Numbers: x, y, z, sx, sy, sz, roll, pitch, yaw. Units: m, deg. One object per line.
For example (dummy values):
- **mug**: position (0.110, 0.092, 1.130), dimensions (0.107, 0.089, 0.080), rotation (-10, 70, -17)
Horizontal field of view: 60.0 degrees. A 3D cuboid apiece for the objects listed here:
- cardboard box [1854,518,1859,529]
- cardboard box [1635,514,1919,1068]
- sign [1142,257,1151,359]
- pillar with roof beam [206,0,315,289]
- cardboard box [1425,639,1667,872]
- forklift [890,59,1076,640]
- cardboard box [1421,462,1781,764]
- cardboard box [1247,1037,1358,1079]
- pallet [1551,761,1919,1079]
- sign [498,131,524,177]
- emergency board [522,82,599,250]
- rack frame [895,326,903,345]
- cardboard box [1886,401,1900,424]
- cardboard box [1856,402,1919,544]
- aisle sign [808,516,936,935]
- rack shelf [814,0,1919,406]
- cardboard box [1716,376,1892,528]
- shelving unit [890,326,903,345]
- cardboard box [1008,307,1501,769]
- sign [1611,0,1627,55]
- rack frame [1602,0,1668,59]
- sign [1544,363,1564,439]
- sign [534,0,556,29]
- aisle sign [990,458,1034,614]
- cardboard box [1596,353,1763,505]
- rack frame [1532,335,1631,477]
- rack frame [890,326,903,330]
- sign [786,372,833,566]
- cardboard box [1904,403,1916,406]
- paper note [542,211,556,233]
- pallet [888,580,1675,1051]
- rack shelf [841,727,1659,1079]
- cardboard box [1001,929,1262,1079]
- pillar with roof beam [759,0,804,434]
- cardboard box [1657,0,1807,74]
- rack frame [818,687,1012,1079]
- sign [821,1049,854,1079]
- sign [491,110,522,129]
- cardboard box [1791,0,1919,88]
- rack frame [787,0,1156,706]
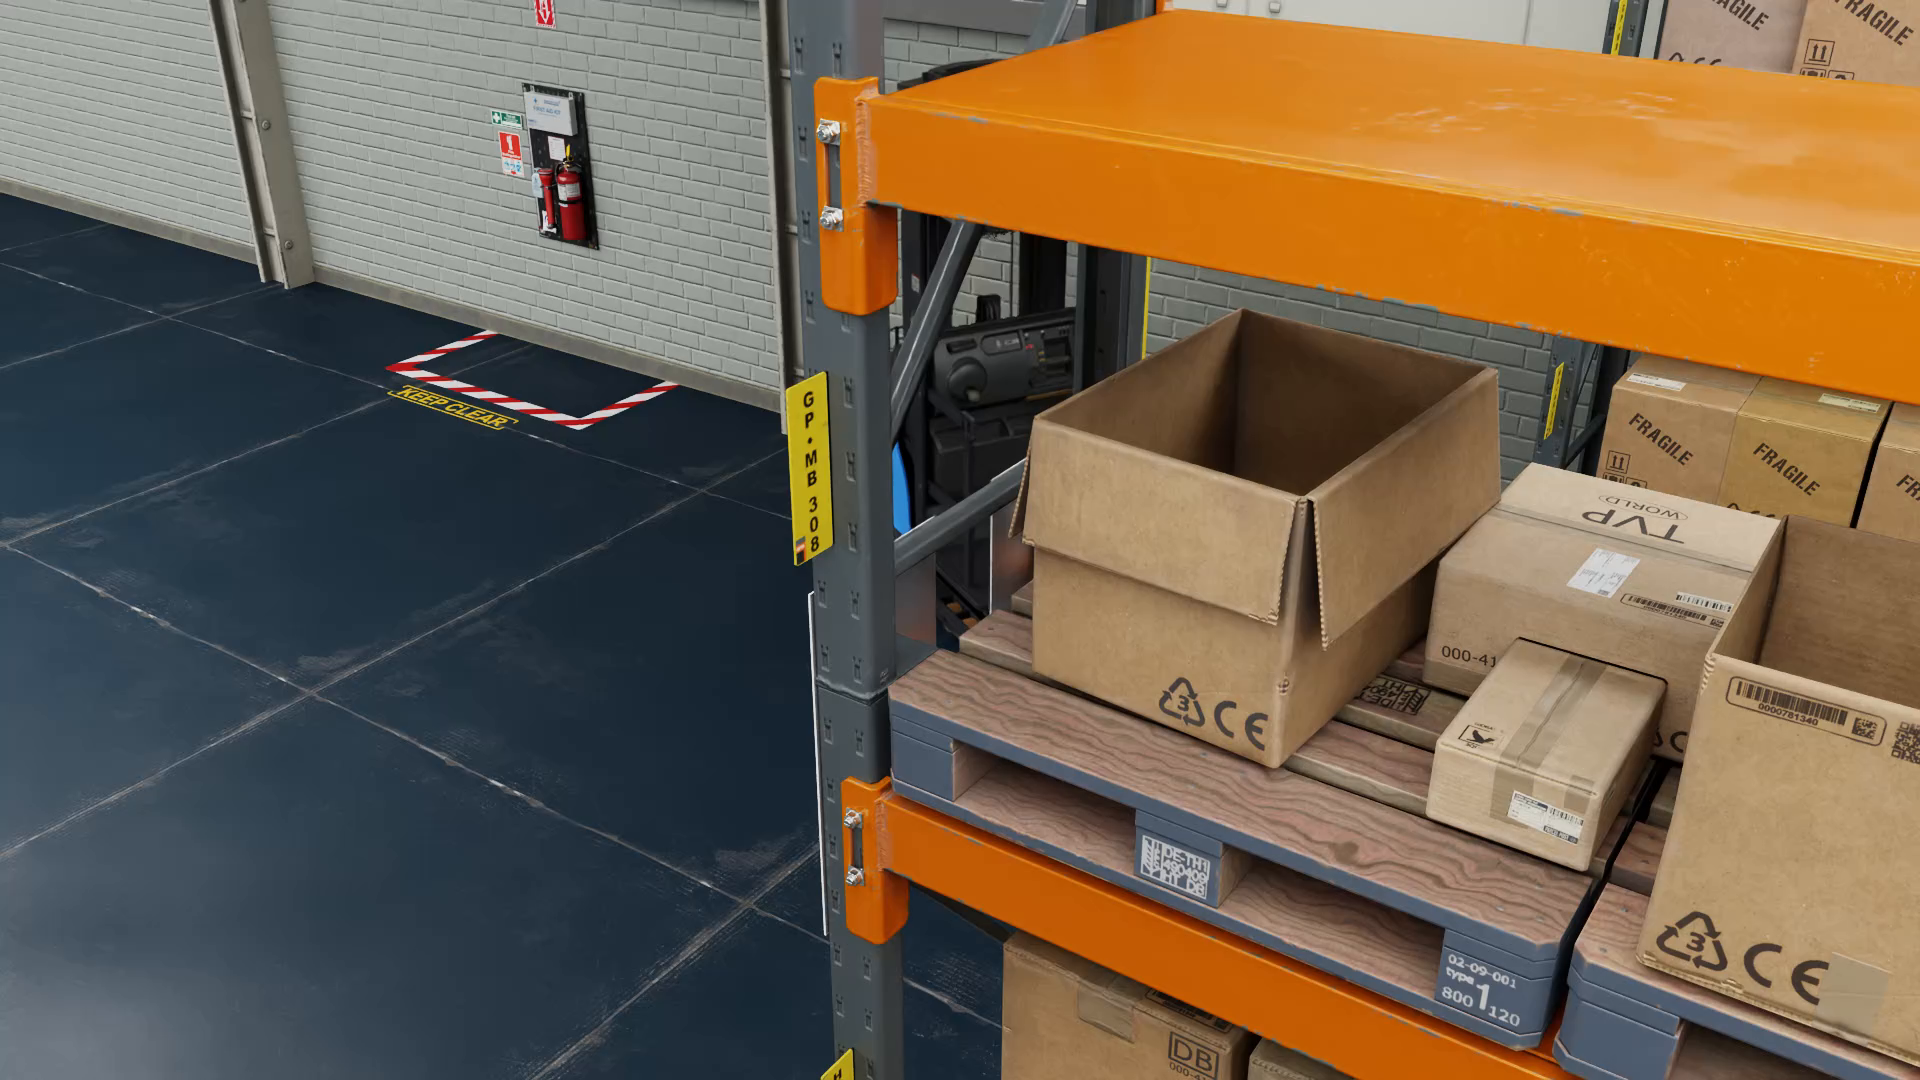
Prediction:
- **cardboard box**: position (3.526, 0.015, 7.058), dimensions (0.500, 0.250, 0.500), rotation (16, 31, 29)
- **cardboard box**: position (1.280, 0.335, 2.249), dimensions (0.500, 0.500, 0.500), rotation (17, 32, 30)
- **sign**: position (0.384, -0.458, 3.646), dimensions (0.005, 0.325, 0.100), rotation (17, 32, 30)
- **pillar with roof beam**: position (-8.395, -4.705, 9.573), dimensions (0.400, 9.000, 9.100), rotation (17, 32, 30)
- **cardboard box**: position (0.935, 0.331, 2.645), dimensions (0.250, 0.149, 0.380), rotation (17, 32, 30)
- **forklift**: position (0.369, -0.944, 8.874), dimensions (1.130, 2.935, 3.031), rotation (-13, 30, -24)
- **cardboard box**: position (1.164, 0.115, 2.957), dimensions (0.500, 0.250, 0.500), rotation (17, 32, 30)
- **cardboard box**: position (0.923, 1.086, 3.268), dimensions (0.500, 0.500, 0.700), rotation (16, 31, 29)
- **pallet**: position (1.643, 0.644, 2.467), dimensions (1.213, 0.211, 1.003), rotation (17, 32, 30)
- **sign**: position (-3.425, -2.945, 12.691), dimensions (0.234, 0.329, 0.001), rotation (17, 32, 30)
- **emergency board**: position (-3.027, -2.749, 12.344), dimensions (0.643, 1.169, 0.194), rotation (17, 32, 30)
- **rack frame**: position (-0.289, -0.796, 10.492), dimensions (0.240, 1.200, 0.006), rotation (-13, 30, -24)
- **cardboard box**: position (3.785, -0.517, 7.276), dimensions (0.500, 0.500, 0.500), rotation (18, 32, 31)
- **cardboard box**: position (3.914, -0.191, 6.635), dimensions (0.500, 0.500, 0.500), rotation (16, 31, 29)
- **aisle sign**: position (-0.162, 0.377, 3.337), dimensions (0.004, 0.787, 0.394), rotation (17, 32, 30)
- **rack shelf**: position (1.714, -0.224, 2.002), dimensions (4.000, 0.370, 1.077), rotation (17, 32, 30)
- **cardboard box**: position (3.492, -0.326, 6.900), dimensions (0.500, 0.500, 0.500), rotation (17, 32, 30)
- **shelving unit**: position (-0.331, -0.833, 10.564), dimensions (0.258, 1.200, 0.189), rotation (-13, 30, -24)
- **cardboard box**: position (0.537, -0.046, 2.994), dimensions (0.637, 0.503, 0.797), rotation (20, 33, 34)
- **sign**: position (2.560, -1.939, 6.482), dimensions (0.005, 0.325, 0.100), rotation (17, 32, 30)
- **rack frame**: position (2.867, -3.089, 6.398), dimensions (0.127, 3.000, 1.000), rotation (17, 32, 30)
- **sign**: position (2.560, -0.598, 7.164), dimensions (0.005, 0.325, 0.100), rotation (17, 32, 30)
- **sign**: position (-2.978, -3.821, 11.895), dimensions (0.199, 0.298, 0.001), rotation (17, 32, 30)
- **aisle sign**: position (0.178, 0.152, 3.777), dimensions (0.004, 0.787, 0.394), rotation (17, 32, 30)
- **cardboard box**: position (3.090, -0.457, 7.157), dimensions (0.500, 0.500, 0.500), rotation (17, 32, 30)
- **rack frame**: position (2.867, -0.415, 7.759), dimensions (0.127, 3.000, 1.000), rotation (17, 32, 30)
- **rack frame**: position (-0.372, -0.870, 10.637), dimensions (0.240, 1.200, 0.006), rotation (-13, 30, -24)
- **sign**: position (-0.254, -0.118, 2.817), dimensions (0.005, 0.325, 0.100), rotation (17, 32, 30)
- **cardboard box**: position (4.214, -0.386, 7.018), dimensions (0.500, 0.500, 0.500), rotation (16, 31, 29)
- **paper note**: position (-3.134, -2.427, 12.684), dimensions (0.142, 0.148, 0.016), rotation (17, 32, 30)
- **pallet**: position (0.634, 0.331, 3.082), dimensions (1.213, 0.211, 1.003), rotation (17, 32, 30)
- **rack shelf**: position (1.714, 0.935, 2.592), dimensions (4.000, 0.370, 1.077), rotation (17, 32, 30)
- **cardboard box**: position (0.487, 0.953, 3.530), dimensions (0.500, 0.500, 0.700), rotation (17, 32, 30)
- **pillar with roof beam**: position (-3.449, -3.164, 6.546), dimensions (0.400, 9.000, 9.100), rotation (17, 32, 30)
- **cardboard box**: position (3.047, -2.062, 6.452), dimensions (0.500, 0.500, 0.500), rotation (15, 31, 27)
- **rack frame**: position (0.065, 1.438, 4.118), dimensions (0.127, 3.000, 1.000), rotation (17, 32, 30)
- **sign**: position (-0.254, 1.222, 3.499), dimensions (0.005, 0.325, 0.100), rotation (17, 32, 30)
- **sign**: position (-3.426, -3.177, 12.561), dimensions (0.331, 0.109, 0.001), rotation (17, 32, 30)
- **cardboard box**: position (3.432, -1.914, 6.162), dimensions (0.500, 0.500, 0.500), rotation (17, 31, 30)
- **rack frame**: position (0.065, -1.236, 2.757), dimensions (0.127, 3.000, 1.000), rotation (17, 32, 30)
